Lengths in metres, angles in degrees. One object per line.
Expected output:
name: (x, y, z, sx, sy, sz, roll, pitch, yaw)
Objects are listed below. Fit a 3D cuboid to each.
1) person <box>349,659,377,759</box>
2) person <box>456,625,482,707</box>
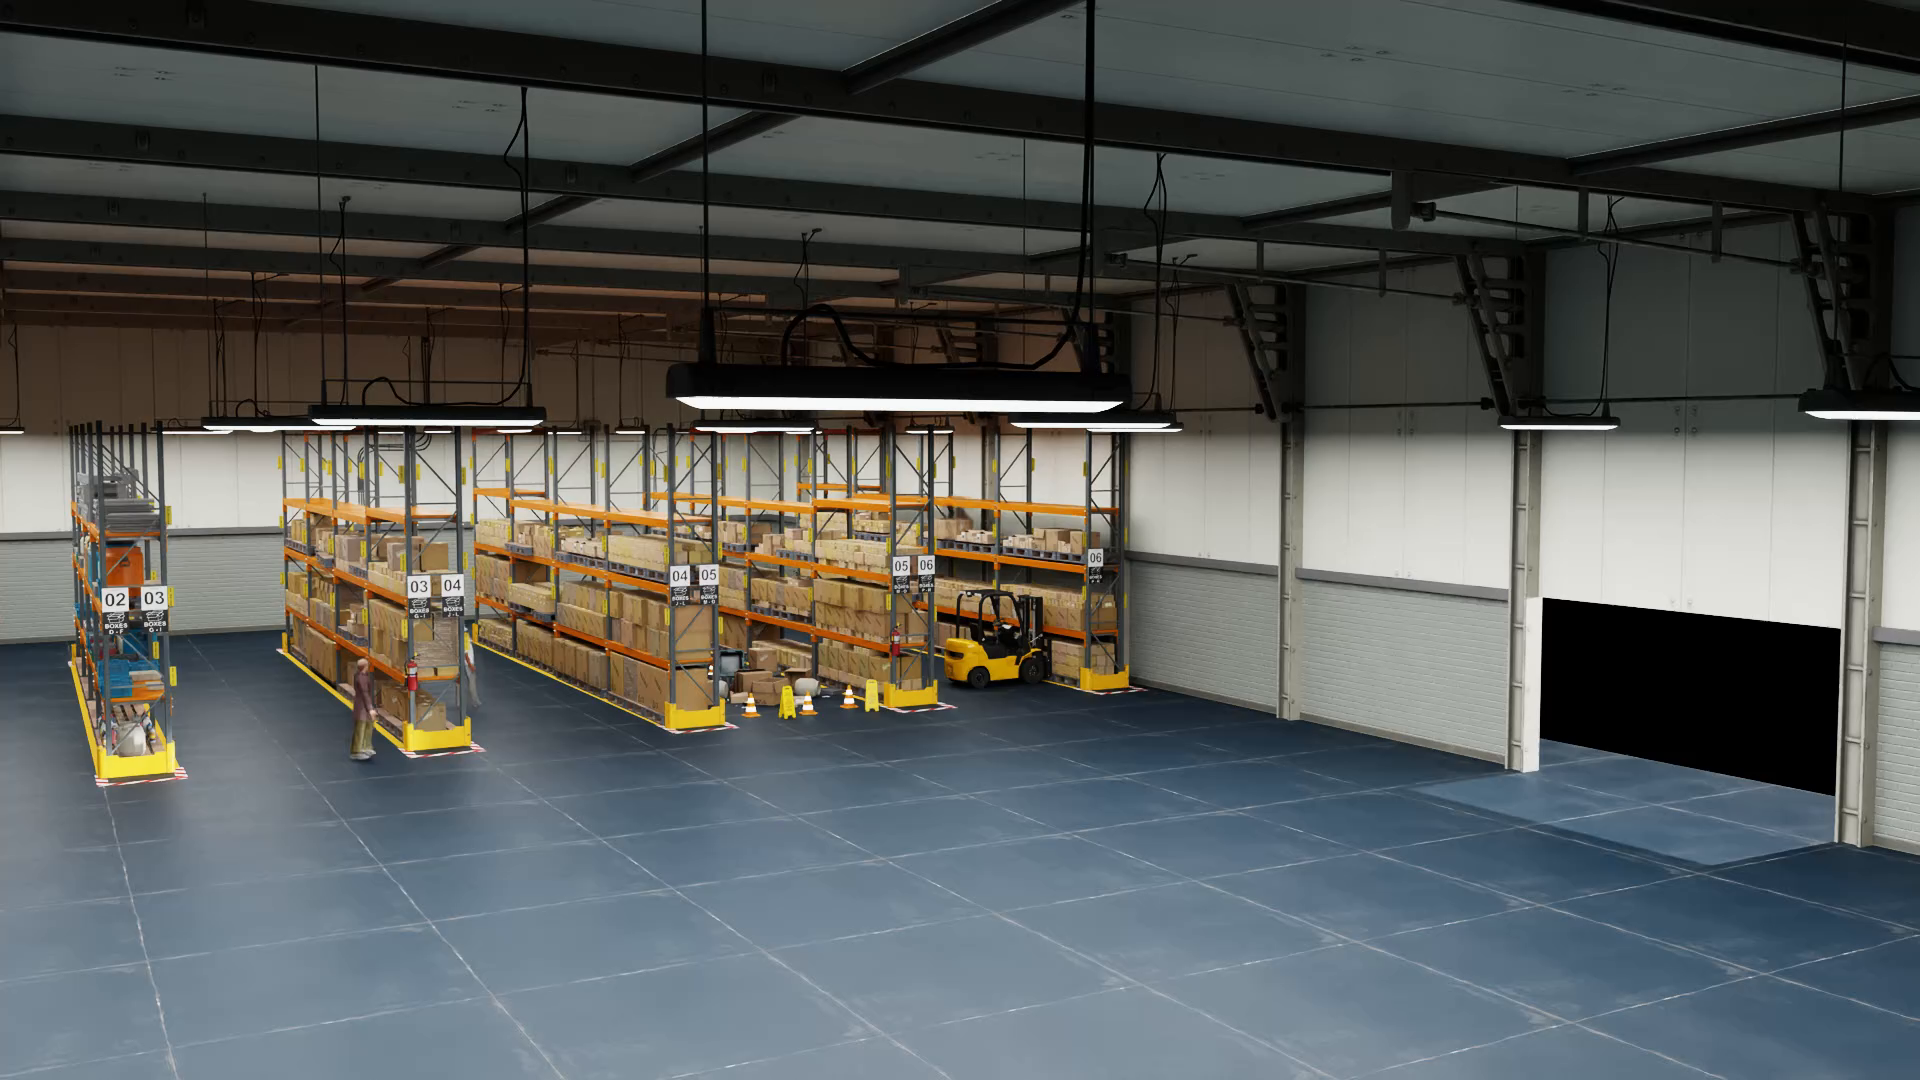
person: (-10.651, 3.022, 29.679, 0.487, 1.833, 0.696, -1, 4, -17)
person: (-10.451, 2.658, 35.259, 0.666, 1.758, 0.546, 3, 5, 40)
